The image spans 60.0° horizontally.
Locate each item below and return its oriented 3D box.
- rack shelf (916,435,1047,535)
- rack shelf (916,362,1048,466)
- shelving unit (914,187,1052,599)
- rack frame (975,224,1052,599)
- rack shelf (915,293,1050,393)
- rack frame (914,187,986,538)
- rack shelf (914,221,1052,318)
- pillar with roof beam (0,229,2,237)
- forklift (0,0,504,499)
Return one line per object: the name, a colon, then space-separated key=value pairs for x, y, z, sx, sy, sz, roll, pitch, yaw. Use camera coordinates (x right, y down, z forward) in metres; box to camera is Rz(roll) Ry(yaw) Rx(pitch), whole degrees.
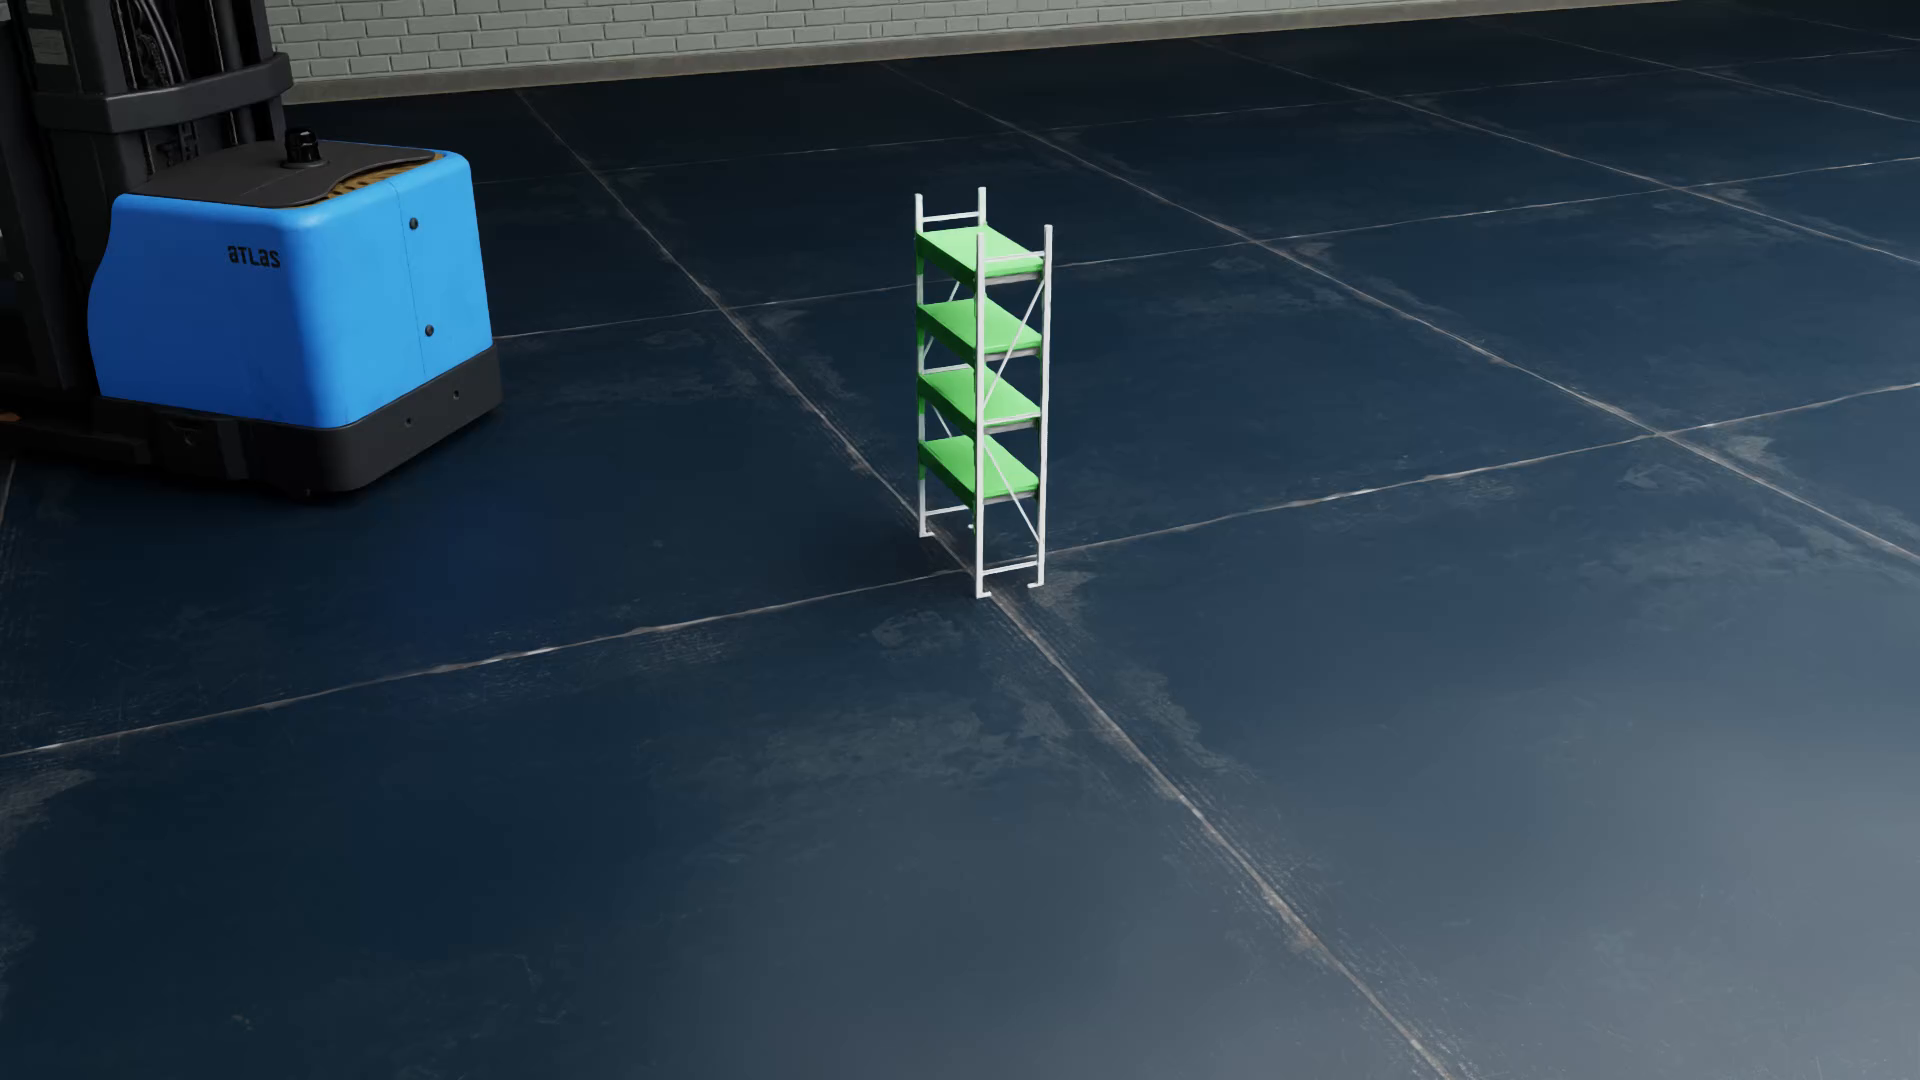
rack shelf: x=0.065 y=-0.199 z=5.483 sx=0.258 sy=0.148 sz=0.480 roll=-11 pitch=28 yaw=-21
rack shelf: x=0.065 y=-0.415 z=5.378 sx=0.258 sy=0.148 sz=0.480 roll=-11 pitch=28 yaw=-21
shelving unit: x=0.065 y=-0.472 z=5.350 sx=0.258 sy=1.200 sz=0.503 roll=-11 pitch=28 yaw=-21
rack frame: x=0.160 y=-0.374 z=5.148 sx=0.240 sy=1.200 sz=0.015 roll=-11 pitch=28 yaw=-21
rack shelf: x=0.065 y=-0.631 z=5.273 sx=0.258 sy=0.148 sz=0.480 roll=-11 pitch=28 yaw=-21
rack frame: x=-0.031 y=-0.571 z=5.552 sx=0.240 sy=1.200 sz=0.015 roll=-11 pitch=28 yaw=-21
rack shelf: x=0.065 y=-0.846 z=5.167 sx=0.258 sy=0.148 sz=0.480 roll=-11 pitch=28 yaw=-21
pillar with roof beam: x=-1.416 y=-6.539 z=8.886 sx=9.100 sy=9.000 sz=0.400 roll=-11 pitch=28 yaw=-21
forklift: x=-3.424 y=-1.847 z=6.193 sx=3.031 sy=2.935 sz=1.130 roll=9 pitch=27 yaw=17
